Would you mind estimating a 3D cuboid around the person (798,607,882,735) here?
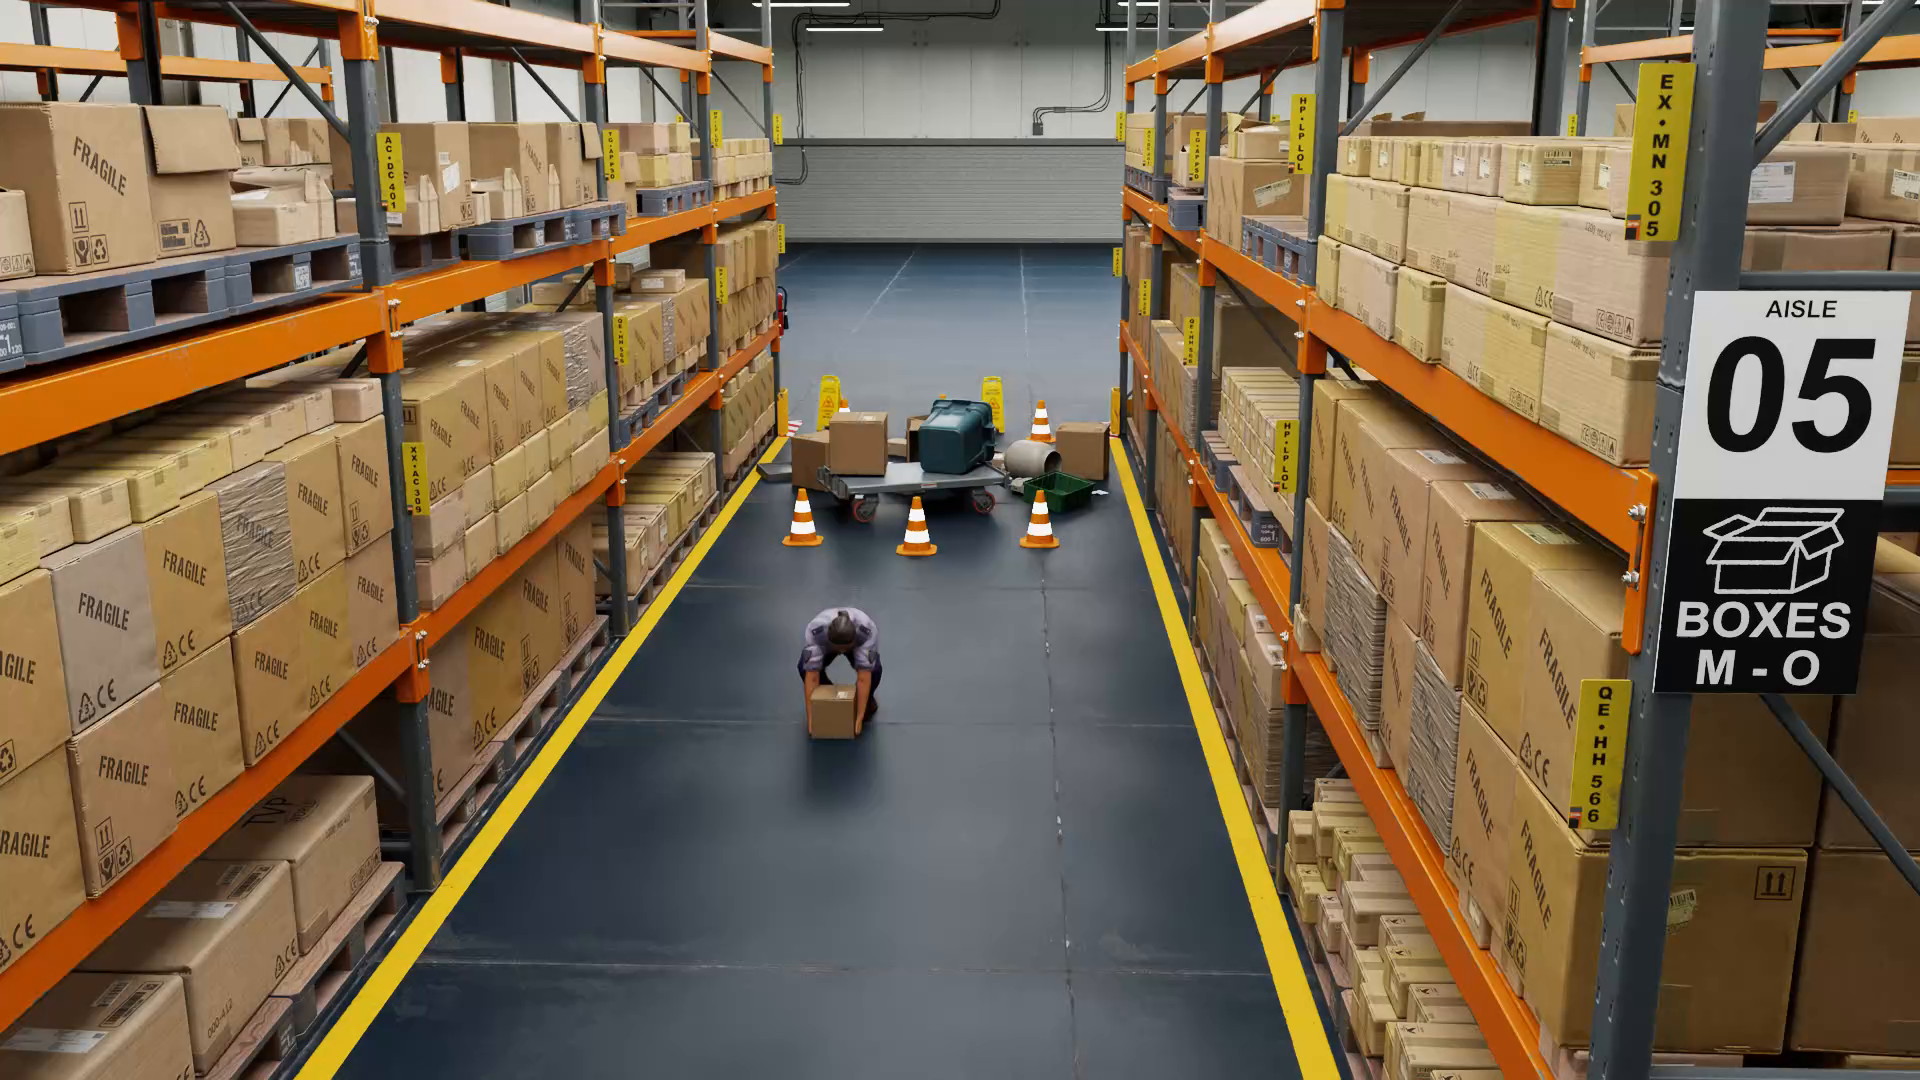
[{"bbox_3d":[-0.720,0.743,10.035,0.510,0.790,0.774,0,14,0],"label":"person"}]
